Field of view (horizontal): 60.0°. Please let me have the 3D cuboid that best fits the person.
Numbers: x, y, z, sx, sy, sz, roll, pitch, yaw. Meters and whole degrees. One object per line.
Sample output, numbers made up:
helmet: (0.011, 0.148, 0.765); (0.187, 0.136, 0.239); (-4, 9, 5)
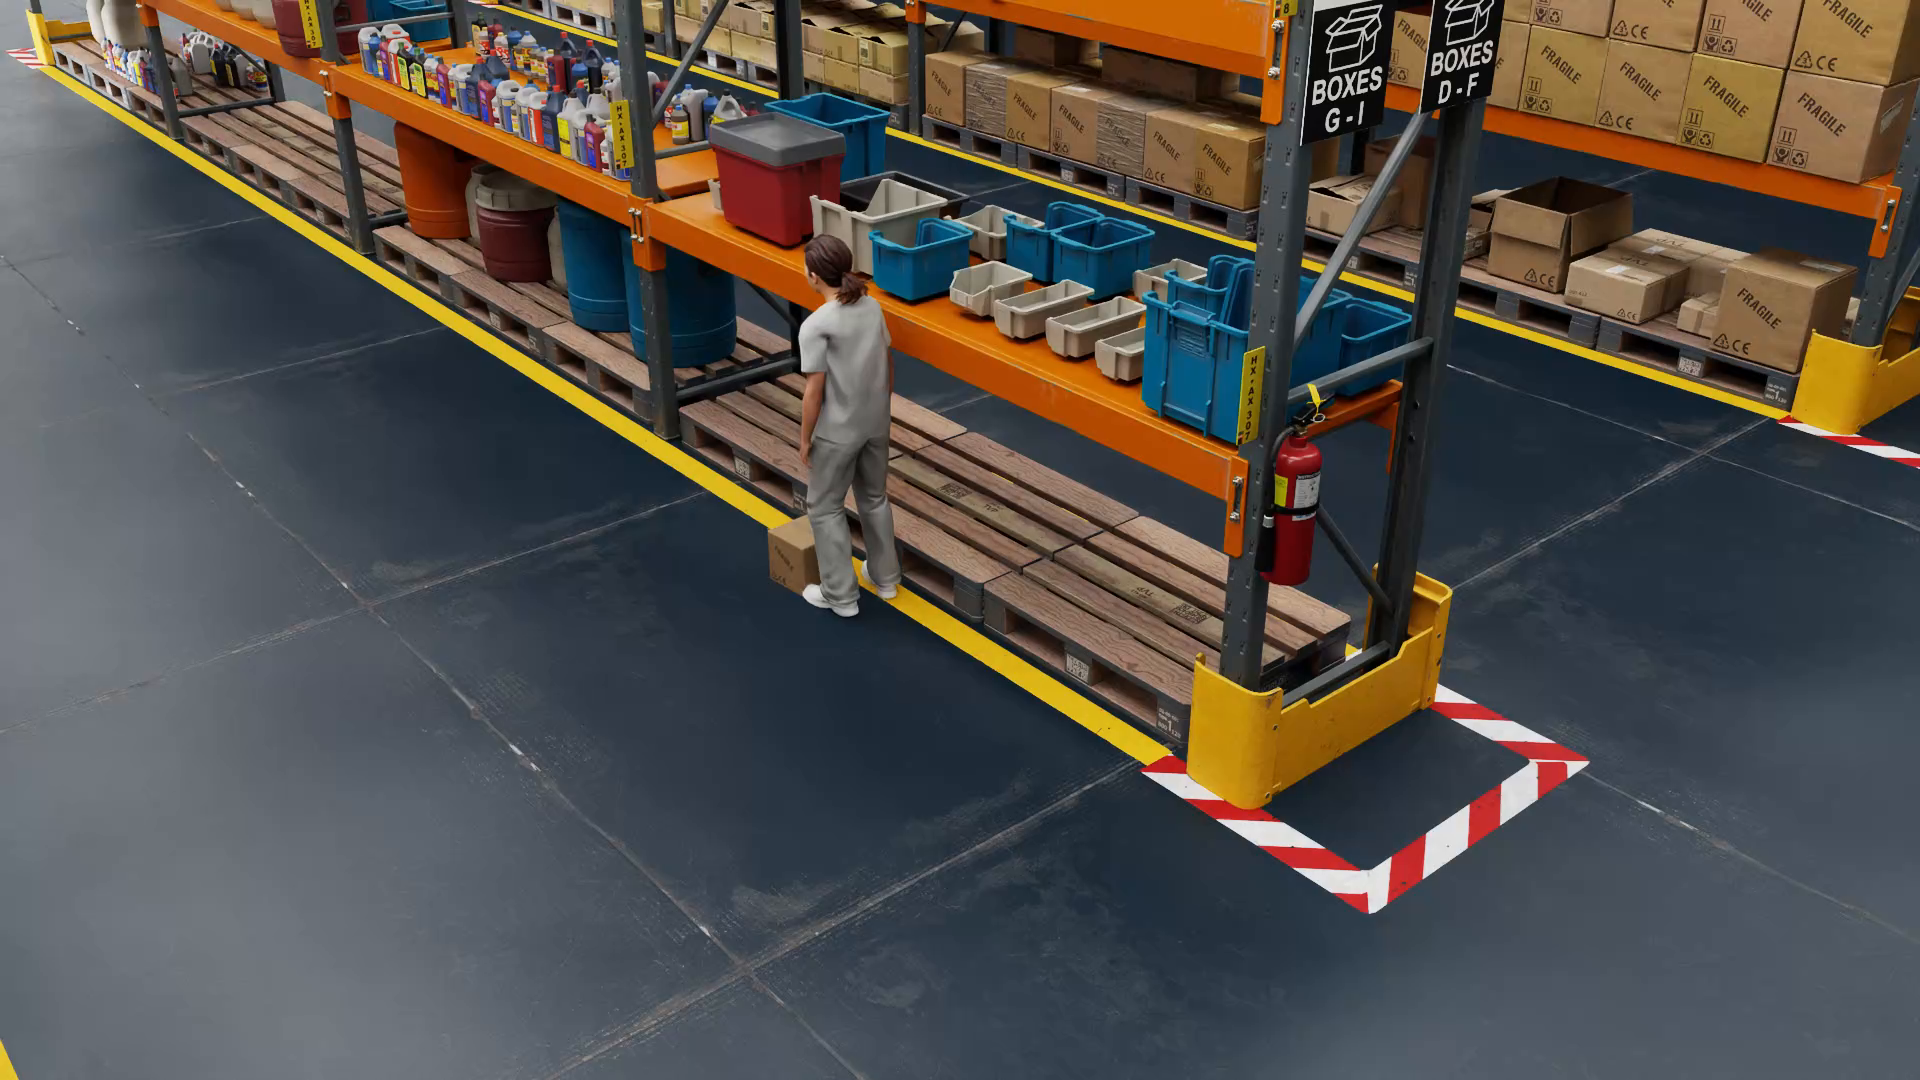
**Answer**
person: (-0.478, -0.468, 7.000); (0.500, 1.667, 0.364); (-24, 36, -37)
